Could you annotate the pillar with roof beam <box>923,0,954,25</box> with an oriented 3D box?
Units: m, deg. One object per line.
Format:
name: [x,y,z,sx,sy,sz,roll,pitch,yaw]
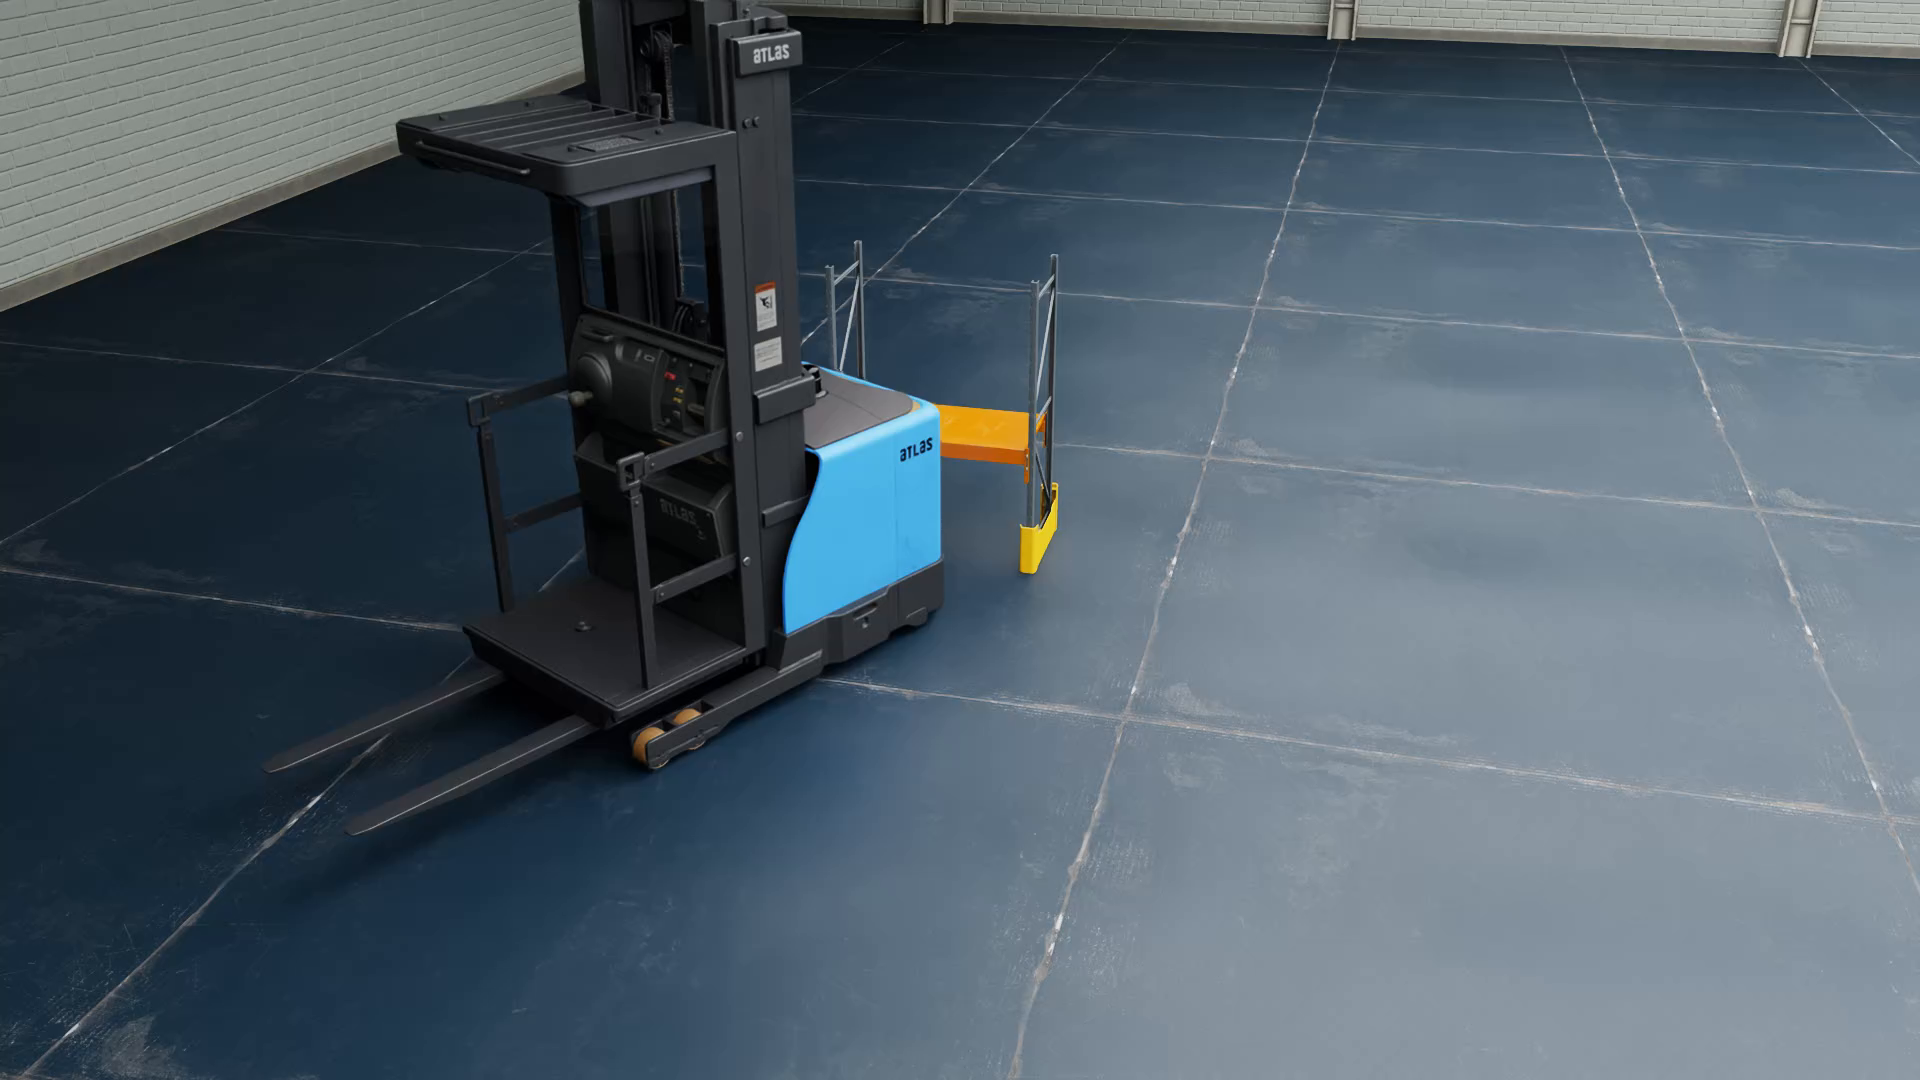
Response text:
pillar with roof beam: [-1.399,-10.131,19.561,0.400,9.000,9.100,6,26,13]

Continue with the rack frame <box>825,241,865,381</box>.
rack frame: [-0.575,-0.741,8.561,0.032,1.500,0.500,6,26,13]

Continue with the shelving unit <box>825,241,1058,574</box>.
shelving unit: [-0.074,-0.685,8.445,1.083,1.500,0.587,6,26,13]

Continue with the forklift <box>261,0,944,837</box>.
forklift: [-1.432,-0.636,6.676,1.130,2.935,3.031,21,33,37]

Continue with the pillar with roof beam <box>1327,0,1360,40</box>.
pillar with roof beam: [4.412,-9.489,18.212,0.400,9.000,9.100,6,26,13]

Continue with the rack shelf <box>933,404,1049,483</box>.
rack shelf: [-0.083,-0.524,8.524,1.000,0.185,0.538,6,26,13]

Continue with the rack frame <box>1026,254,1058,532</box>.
rack frame: [0.410,-0.632,8.332,0.032,1.500,0.500,6,26,13]

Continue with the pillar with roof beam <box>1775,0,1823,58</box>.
pillar with roof beam: [10.223,-8.846,16.863,0.400,9.000,9.100,6,26,13]

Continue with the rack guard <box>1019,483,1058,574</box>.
rack guard: [0.408,-0.068,8.601,0.087,0.250,0.587,6,26,13]
